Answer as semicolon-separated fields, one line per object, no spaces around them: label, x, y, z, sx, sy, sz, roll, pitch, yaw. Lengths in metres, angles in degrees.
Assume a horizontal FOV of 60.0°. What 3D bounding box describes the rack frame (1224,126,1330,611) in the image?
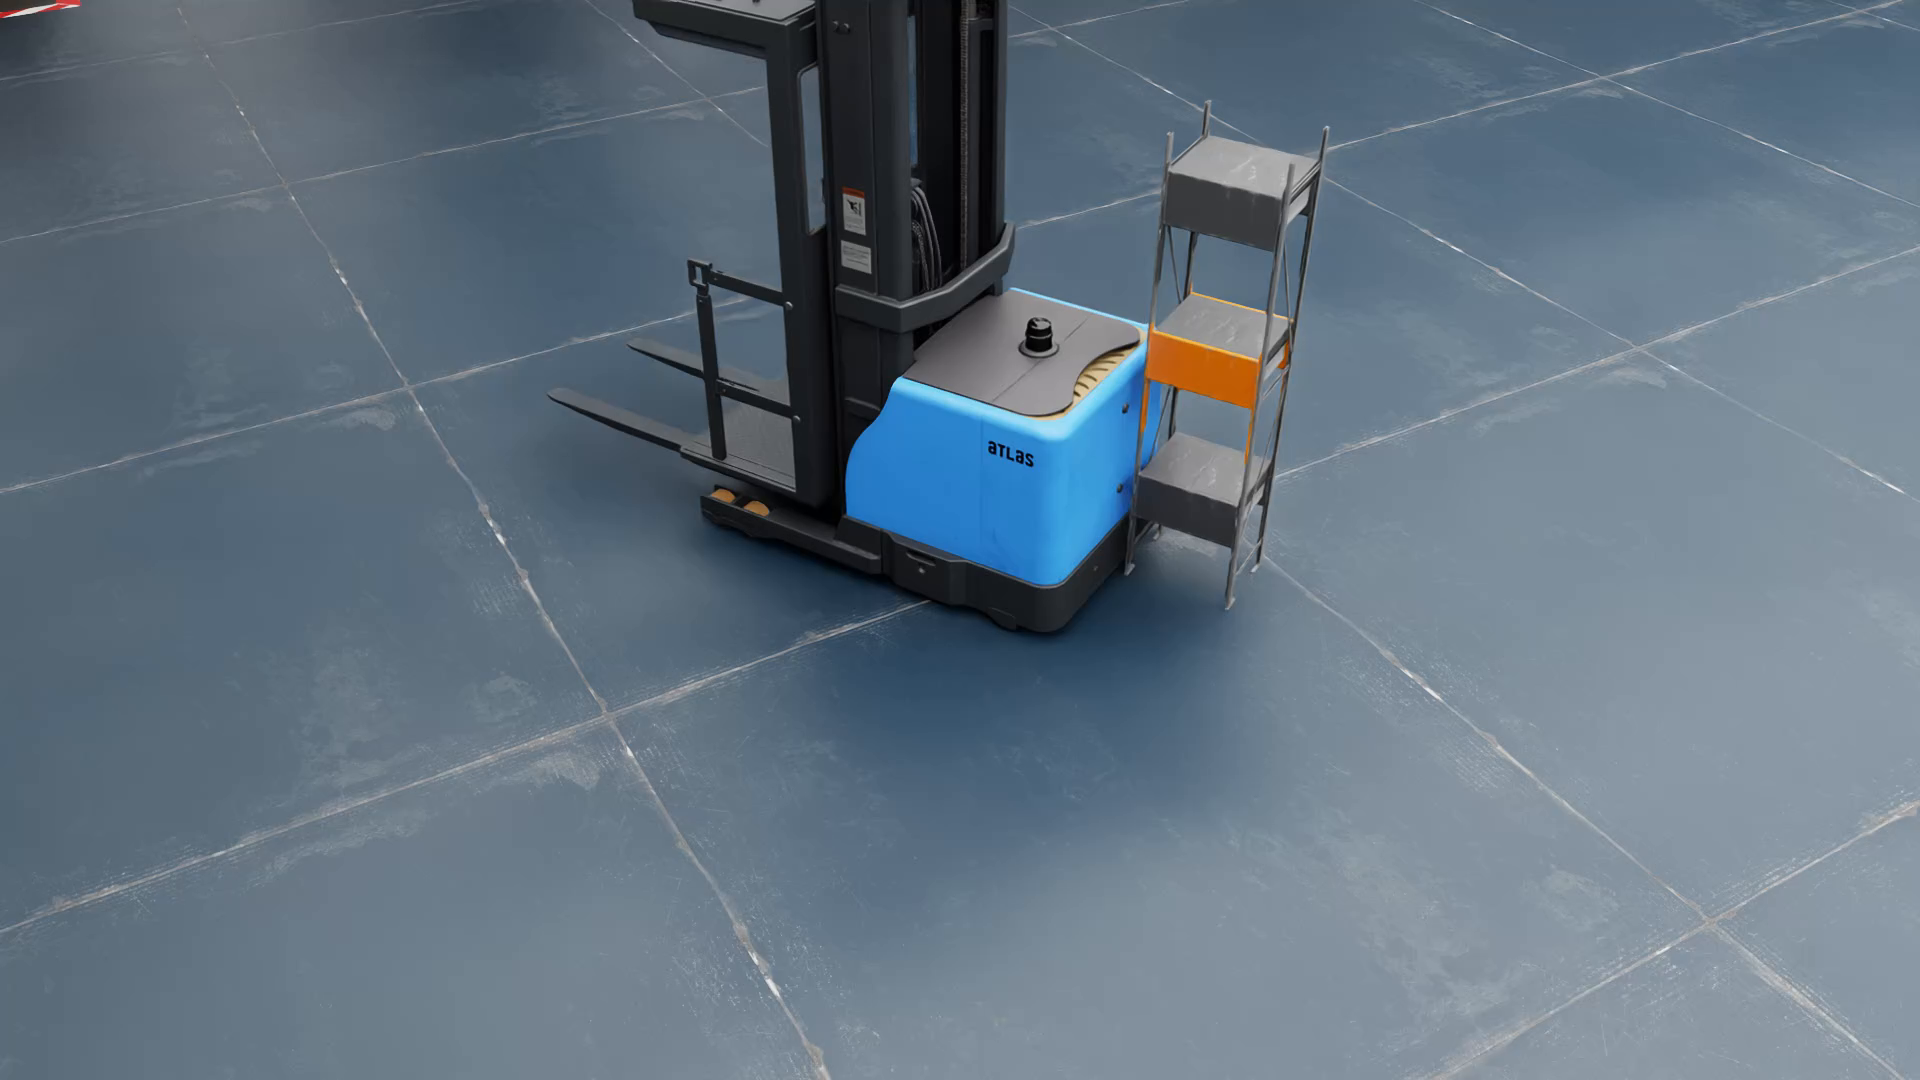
rack frame;1.289;-0.634;6.836;0.015;2.100;0.400;19;40;23

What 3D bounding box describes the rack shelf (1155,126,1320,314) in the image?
rack shelf;1.089;-1.260;6.522;0.480;0.518;0.431;19;40;23

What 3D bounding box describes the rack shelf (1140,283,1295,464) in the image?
rack shelf;1.076;-0.698;6.939;0.480;0.518;0.431;19;40;23

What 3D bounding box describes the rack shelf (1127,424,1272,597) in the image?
rack shelf;1.064;-0.135;7.355;0.480;0.518;0.431;19;40;23

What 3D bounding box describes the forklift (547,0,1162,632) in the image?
forklift;-0.621;-1.439;7.236;3.031;2.935;1.130;20;41;25

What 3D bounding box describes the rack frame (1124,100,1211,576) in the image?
rack frame;0.865;-0.784;7.026;0.015;2.100;0.400;19;40;23

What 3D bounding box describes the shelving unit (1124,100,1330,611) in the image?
shelving unit;1.077;-0.709;6.931;0.503;2.100;0.431;19;40;23
